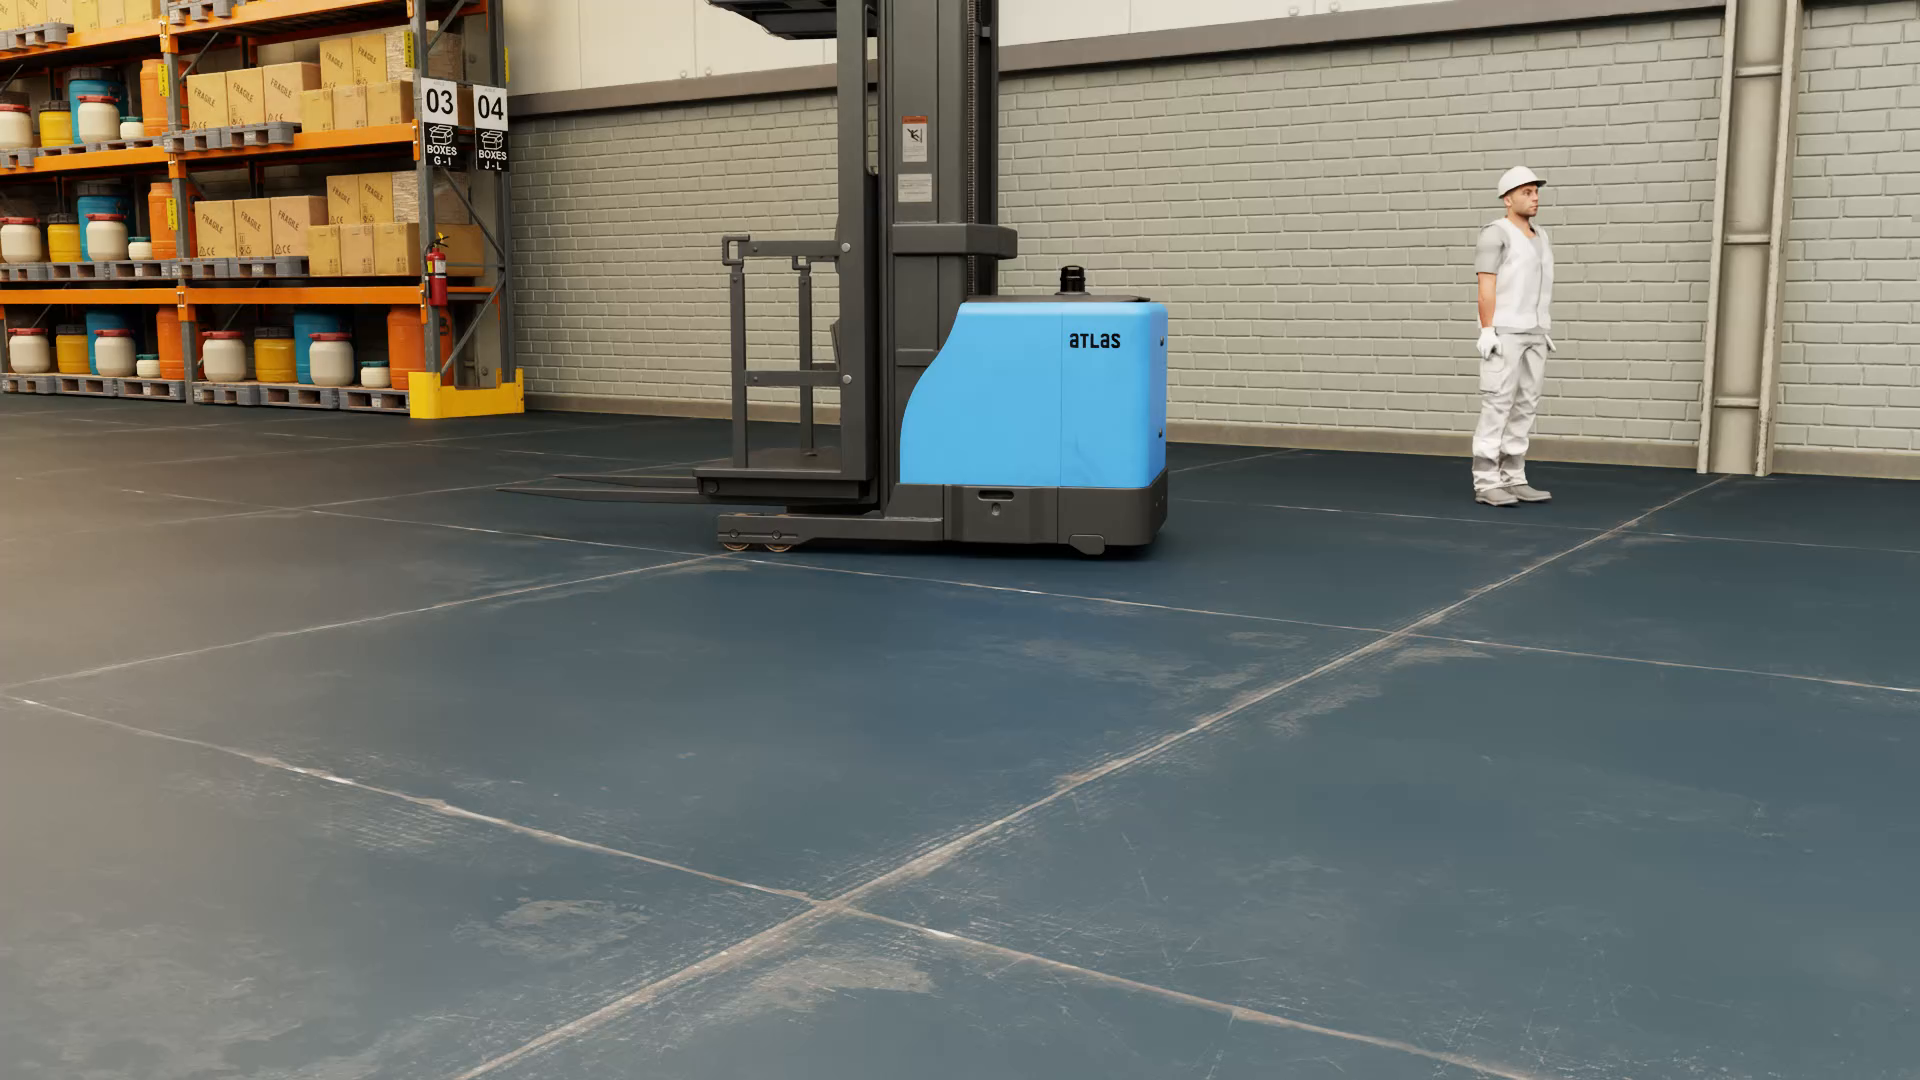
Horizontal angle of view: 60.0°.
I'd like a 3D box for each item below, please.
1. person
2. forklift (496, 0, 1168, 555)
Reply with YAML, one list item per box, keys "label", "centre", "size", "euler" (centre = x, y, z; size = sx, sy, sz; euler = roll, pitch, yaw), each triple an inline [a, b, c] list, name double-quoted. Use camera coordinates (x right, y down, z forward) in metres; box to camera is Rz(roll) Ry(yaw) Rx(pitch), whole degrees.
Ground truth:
- label: "person"
  centre: [3.001, -1.093, 8.937]
  size: [0.525, 1.795, 0.368]
  euler: [-6, 10, -36]
- label: "forklift"
  centre: [-0.596, -1.469, 7.520]
  size: [3.031, 2.935, 1.130]
  euler: [2, 8, 12]
